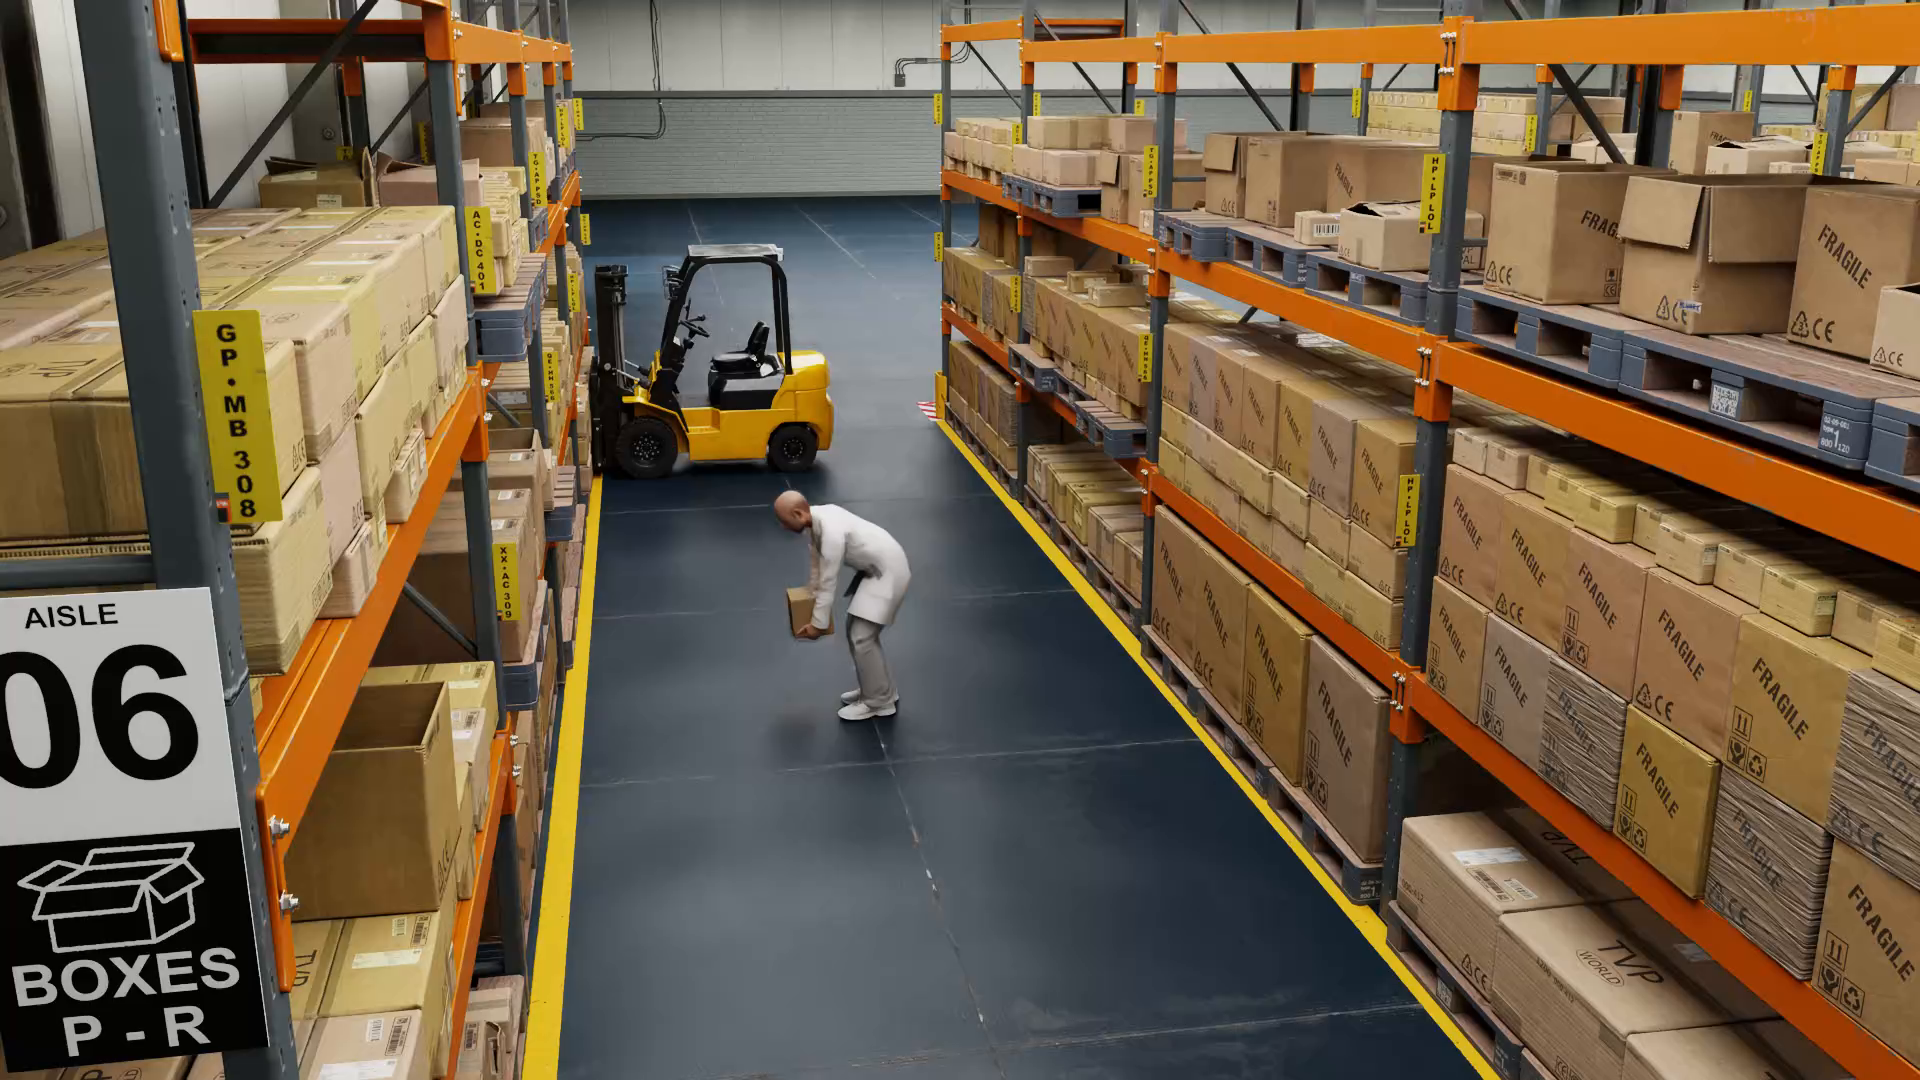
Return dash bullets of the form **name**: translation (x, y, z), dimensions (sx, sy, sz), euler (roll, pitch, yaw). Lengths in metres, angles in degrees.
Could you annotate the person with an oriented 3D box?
- **person**: translation (-0.723, 0.390, 10.313), dimensions (0.834, 1.448, 0.550), euler (-4, 16, -12)
